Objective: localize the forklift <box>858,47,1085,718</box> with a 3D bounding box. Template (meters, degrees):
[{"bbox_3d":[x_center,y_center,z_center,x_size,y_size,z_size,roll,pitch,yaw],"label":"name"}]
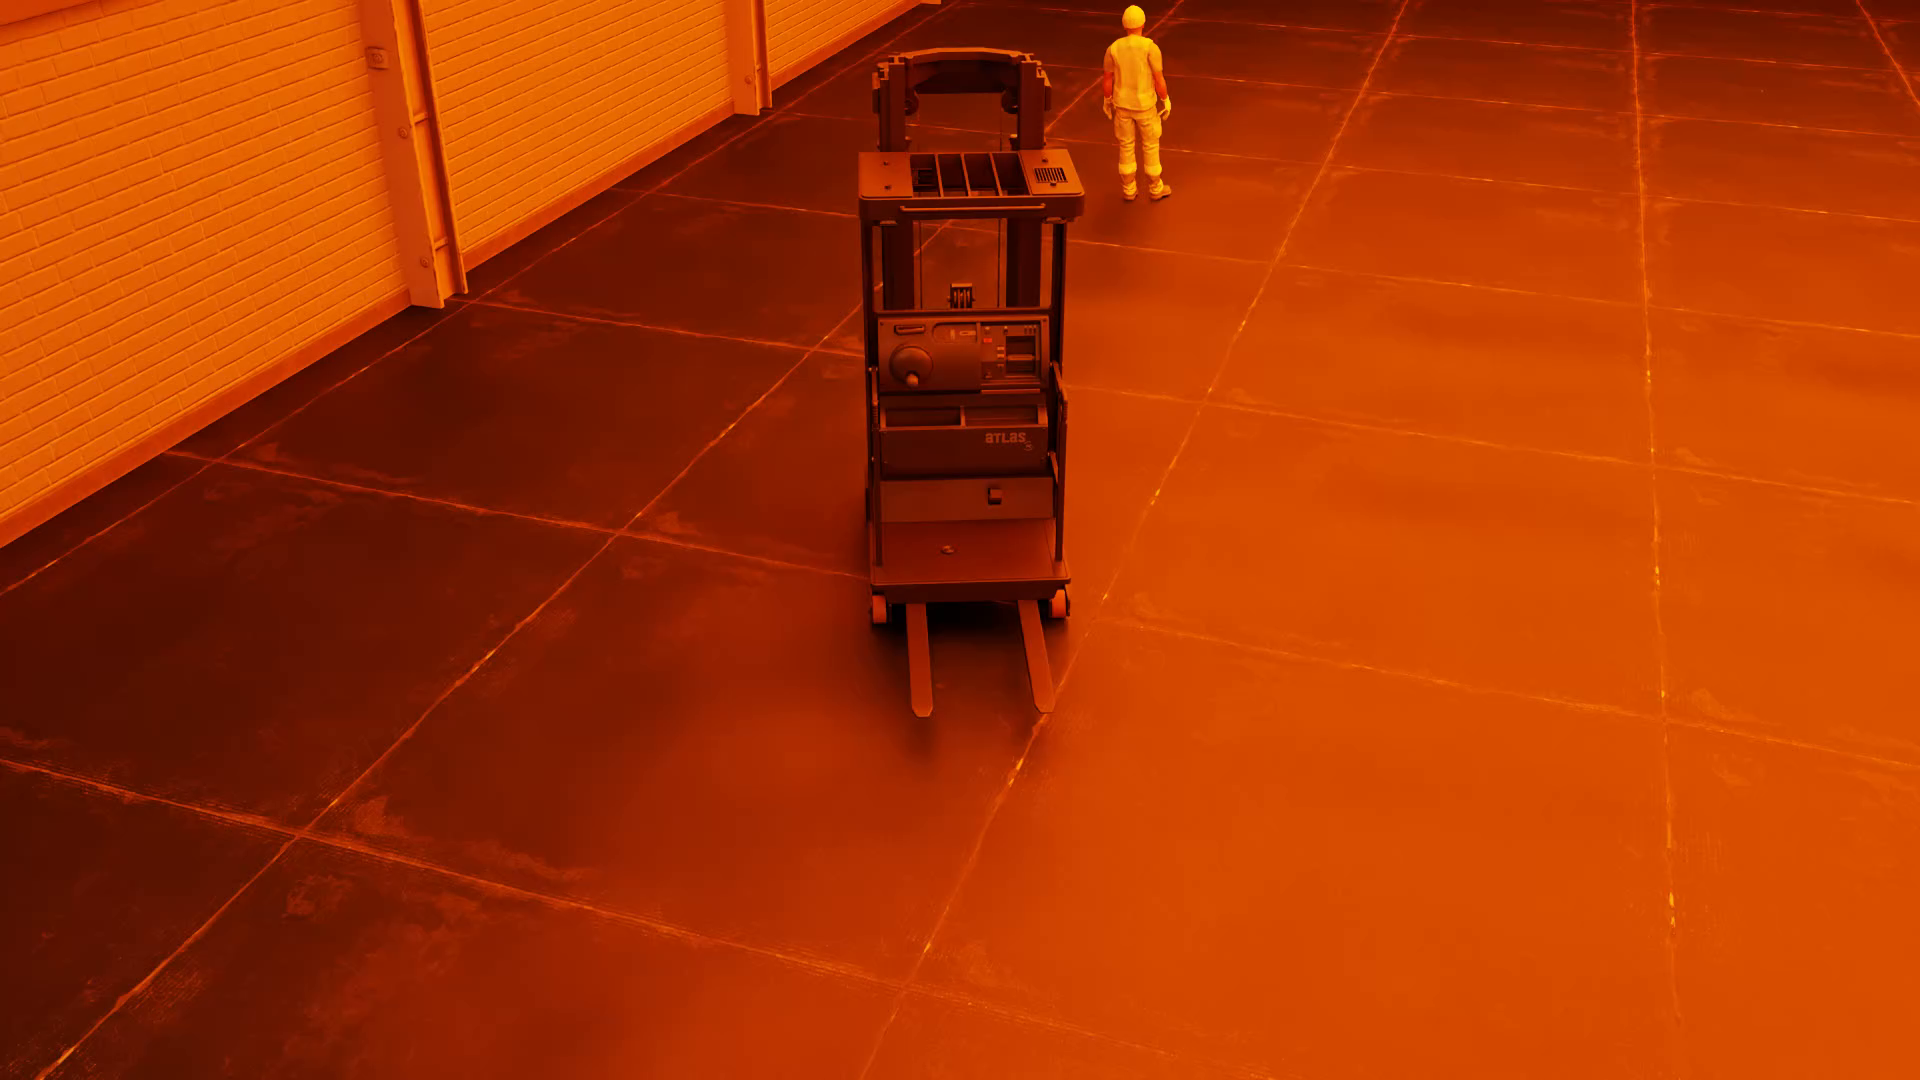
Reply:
[{"bbox_3d":[0.035,-0.972,8.842,1.130,2.935,3.031,-2,30,-3],"label":"forklift"}]

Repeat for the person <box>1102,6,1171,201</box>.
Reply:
[{"bbox_3d":[1.650,-4.039,15.359,0.637,1.787,0.564,12,32,20],"label":"person"}]
